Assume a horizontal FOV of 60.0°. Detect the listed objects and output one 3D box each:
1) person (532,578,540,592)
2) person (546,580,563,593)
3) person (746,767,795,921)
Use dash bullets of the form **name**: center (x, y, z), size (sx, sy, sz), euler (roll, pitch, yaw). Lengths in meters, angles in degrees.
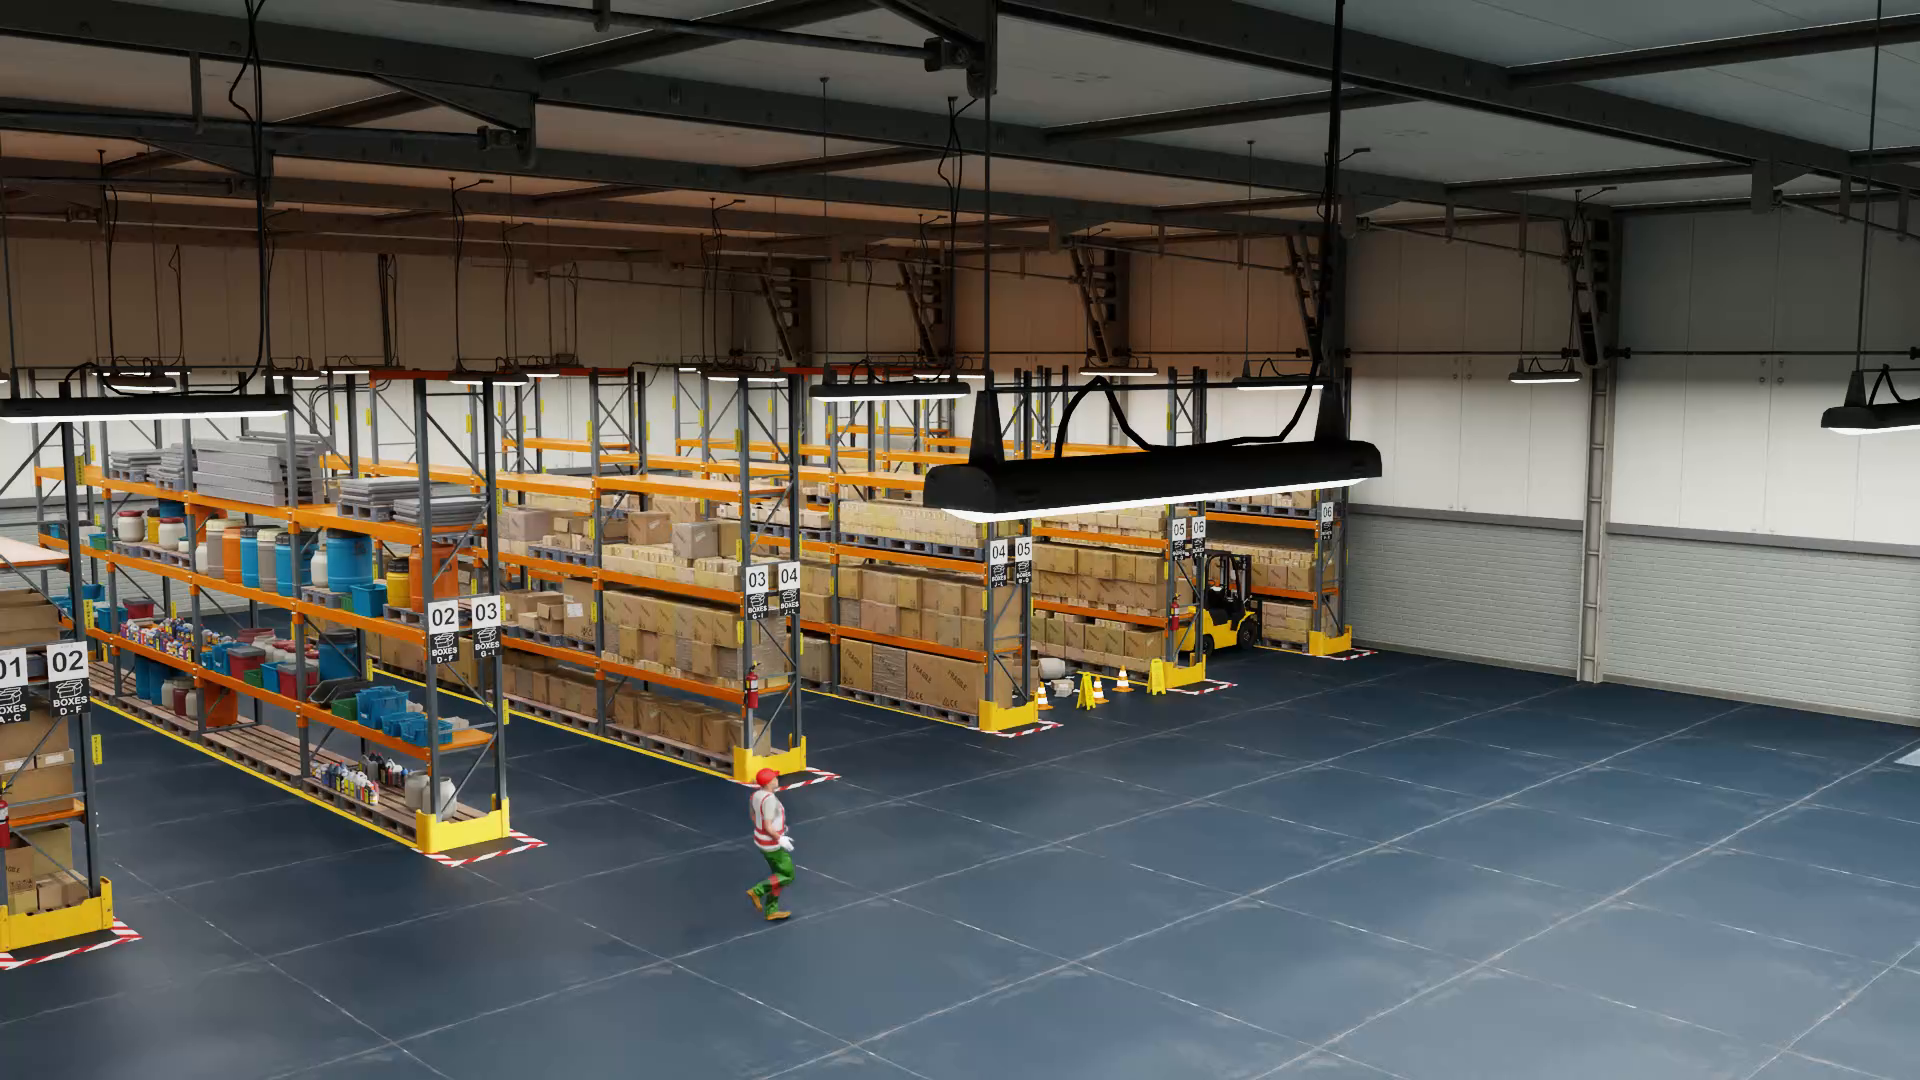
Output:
- **person**: center (-10.357, 0.875, 41.129), size (0.617, 1.671, 0.696), euler (4, 8, 32)
- **person**: center (-10.011, 0.856, 40.970), size (0.652, 1.789, 0.750), euler (2, 7, 20)
- **person**: center (-2.138, 3.384, 18.520), size (0.602, 1.737, 0.655), euler (-3, 7, -28)
